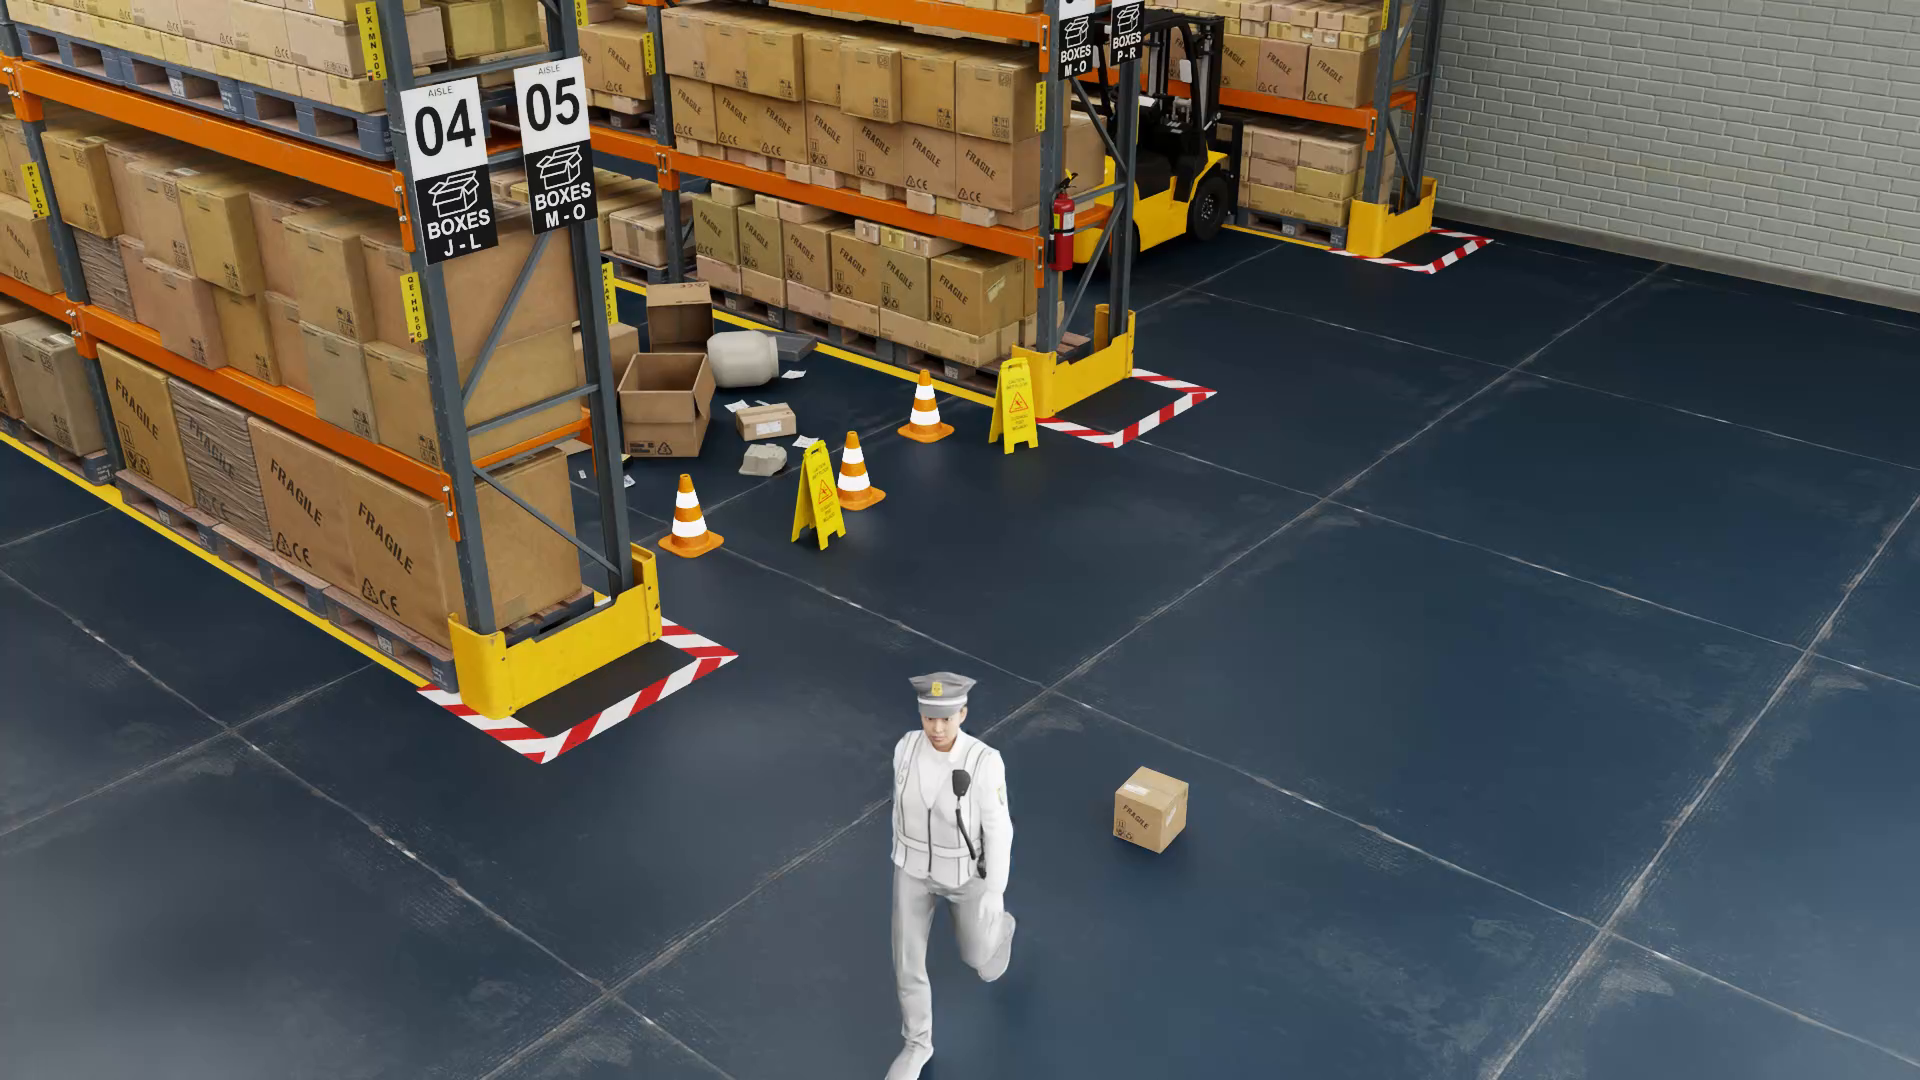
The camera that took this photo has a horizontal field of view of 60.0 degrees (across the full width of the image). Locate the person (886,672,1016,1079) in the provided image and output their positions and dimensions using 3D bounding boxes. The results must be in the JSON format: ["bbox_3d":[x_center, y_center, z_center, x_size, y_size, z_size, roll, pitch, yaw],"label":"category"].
[{"bbox_3d":[-0.034,1.203,6.259,0.496,1.648,0.852,9,29,16],"label":"person"}]
